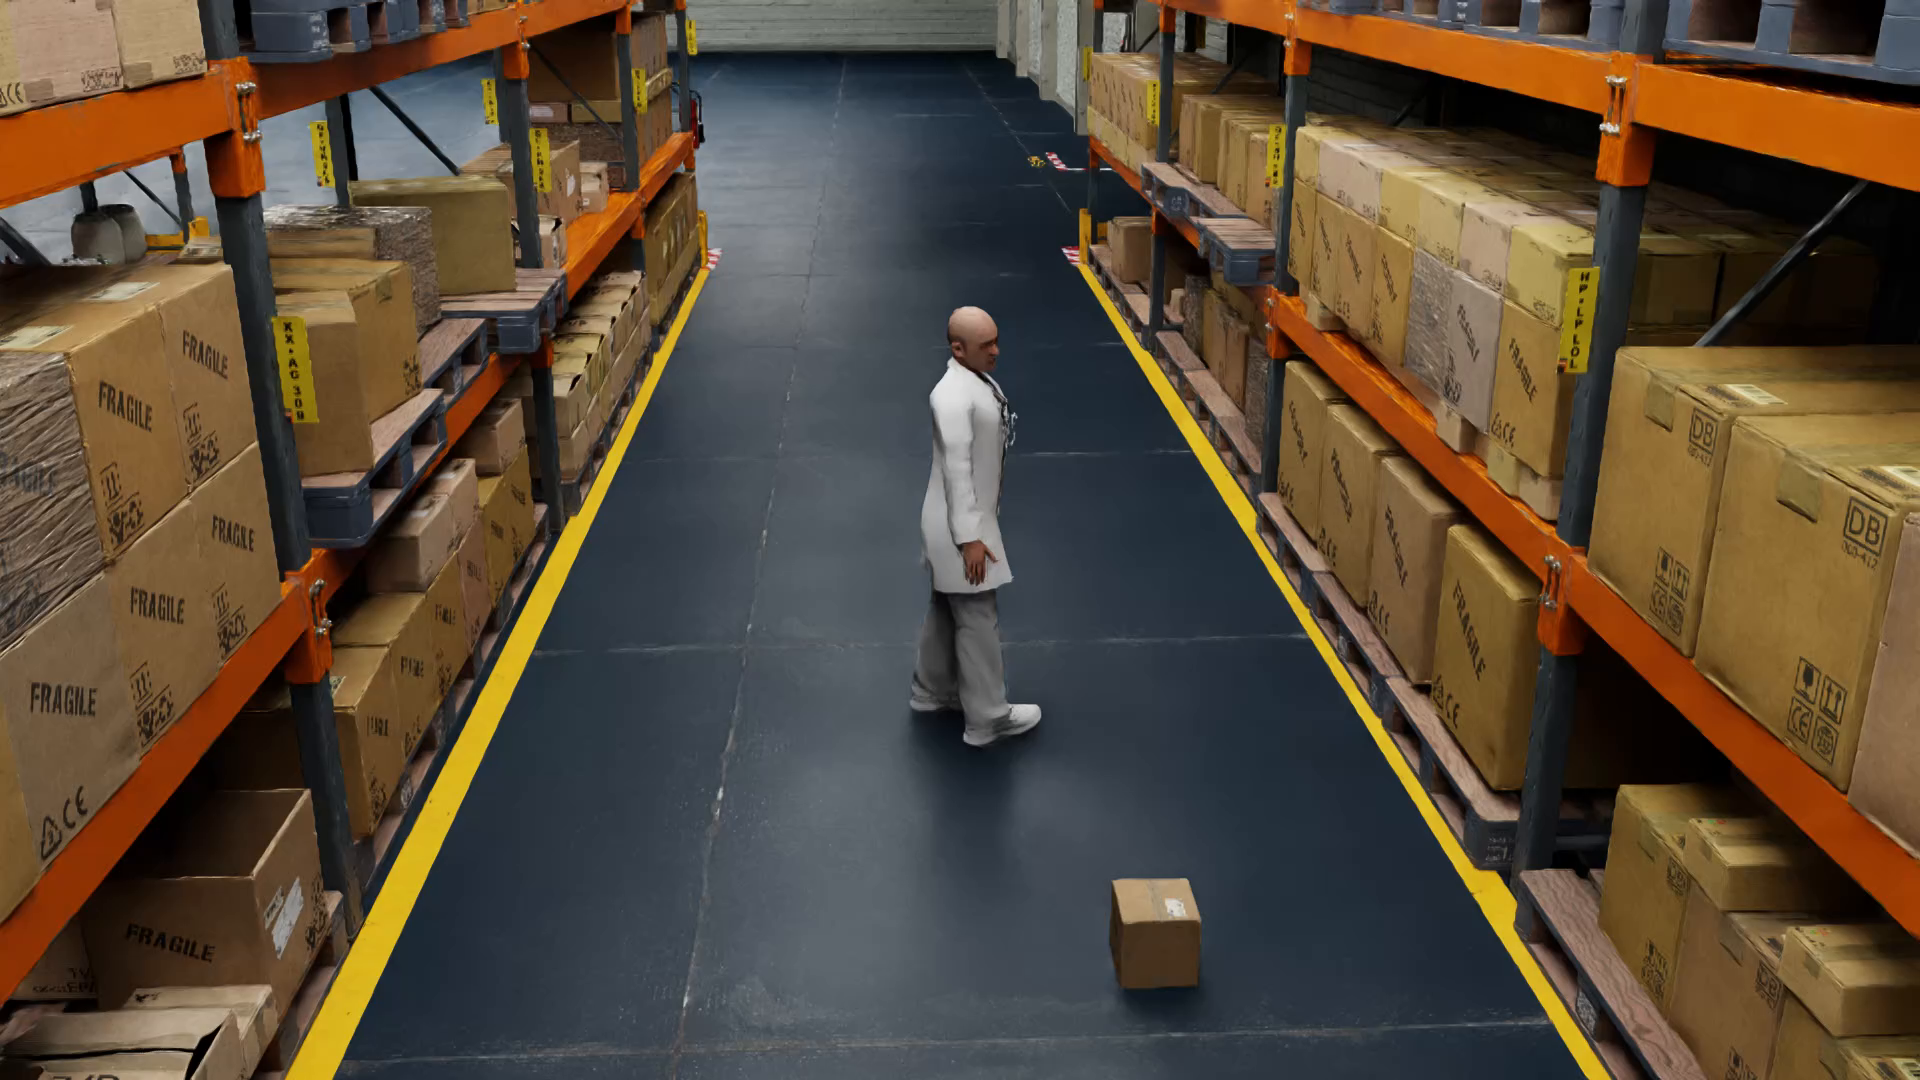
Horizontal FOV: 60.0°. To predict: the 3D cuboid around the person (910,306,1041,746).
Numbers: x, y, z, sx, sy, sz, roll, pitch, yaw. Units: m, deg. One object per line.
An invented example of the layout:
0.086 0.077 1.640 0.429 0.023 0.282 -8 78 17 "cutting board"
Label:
0.057 -0.060 6.696 0.567 1.788 0.663 2 20 5 "person"
